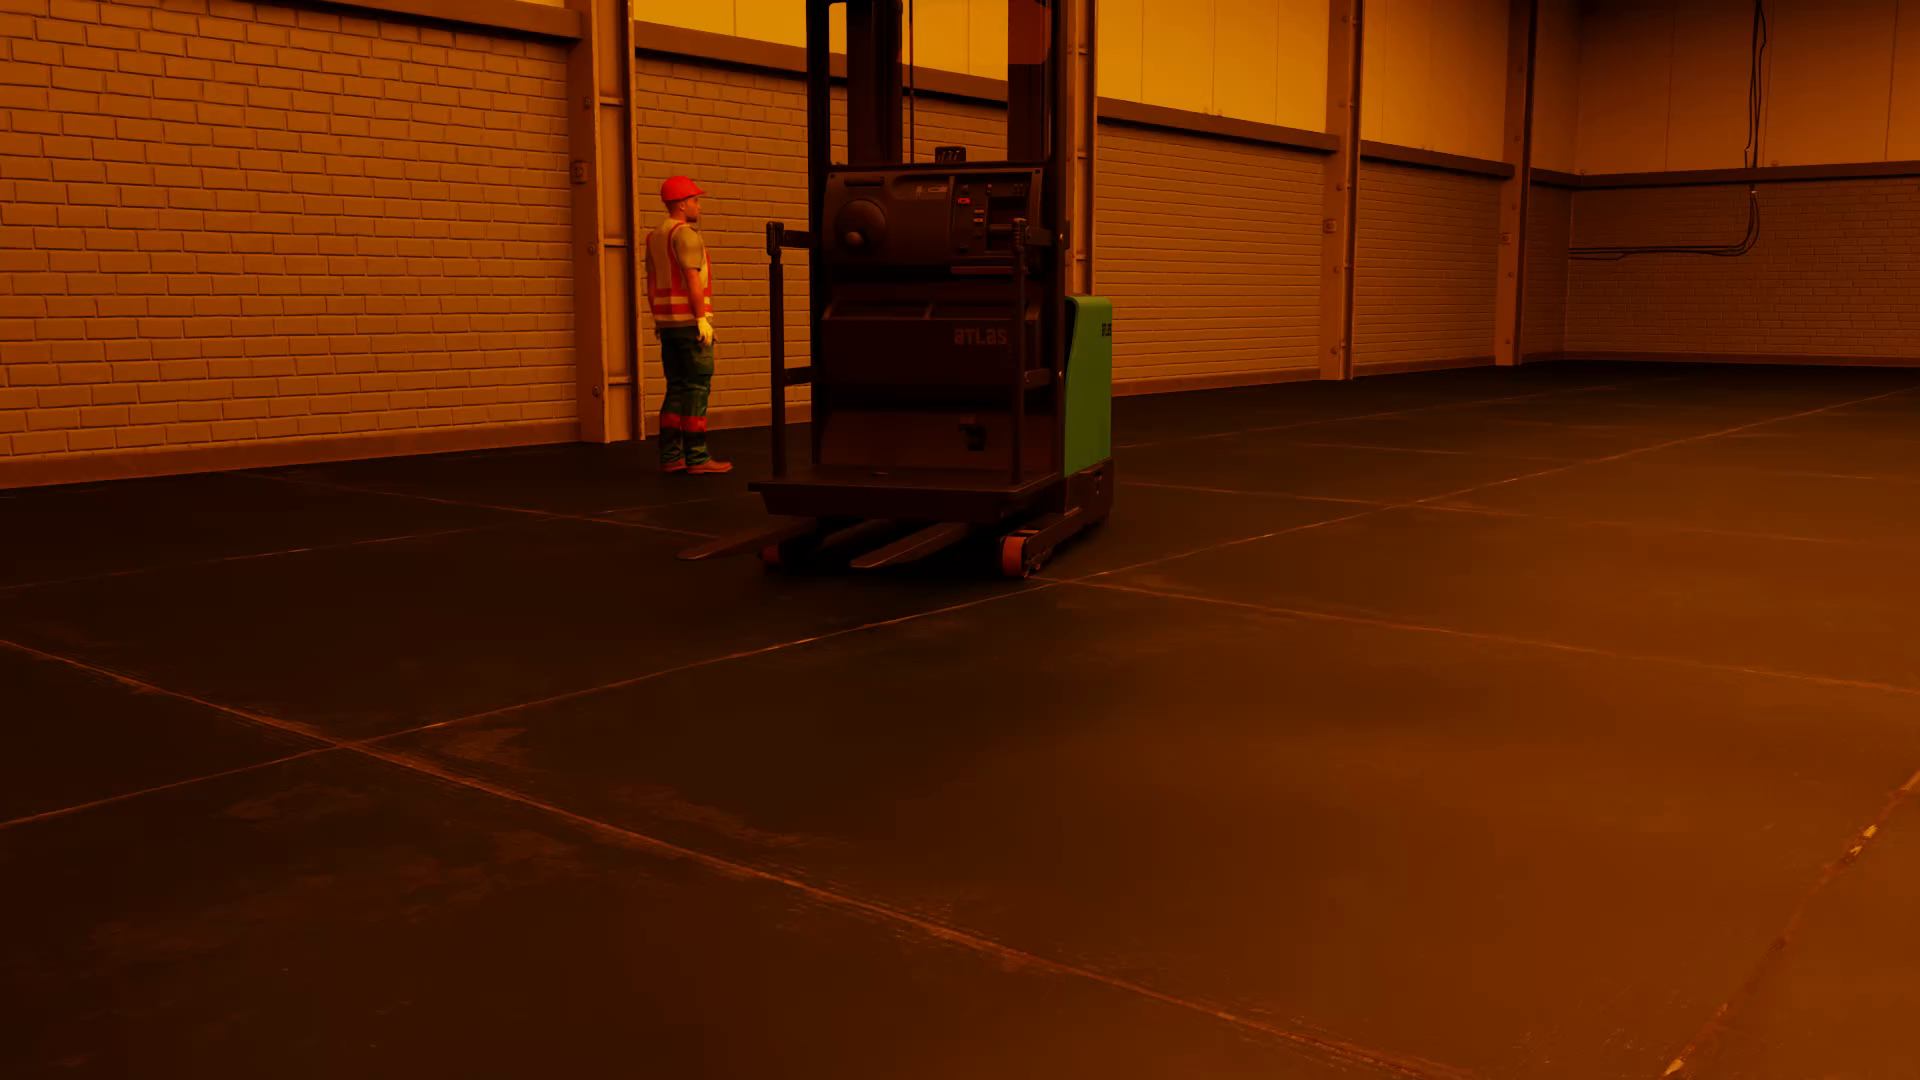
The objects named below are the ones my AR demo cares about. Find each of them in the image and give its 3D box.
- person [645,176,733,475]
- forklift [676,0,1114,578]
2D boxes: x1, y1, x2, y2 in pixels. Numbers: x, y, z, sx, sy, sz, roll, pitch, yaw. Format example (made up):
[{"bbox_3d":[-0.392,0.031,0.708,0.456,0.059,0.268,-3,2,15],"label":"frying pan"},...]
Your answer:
[{"bbox_3d":[-1.656,-1.304,10.140,0.374,1.795,0.604,-7,11,-39],"label":"person"},{"bbox_3d":[-0.176,-1.366,6.616,1.130,2.935,3.031,3,9,17],"label":"forklift"}]
